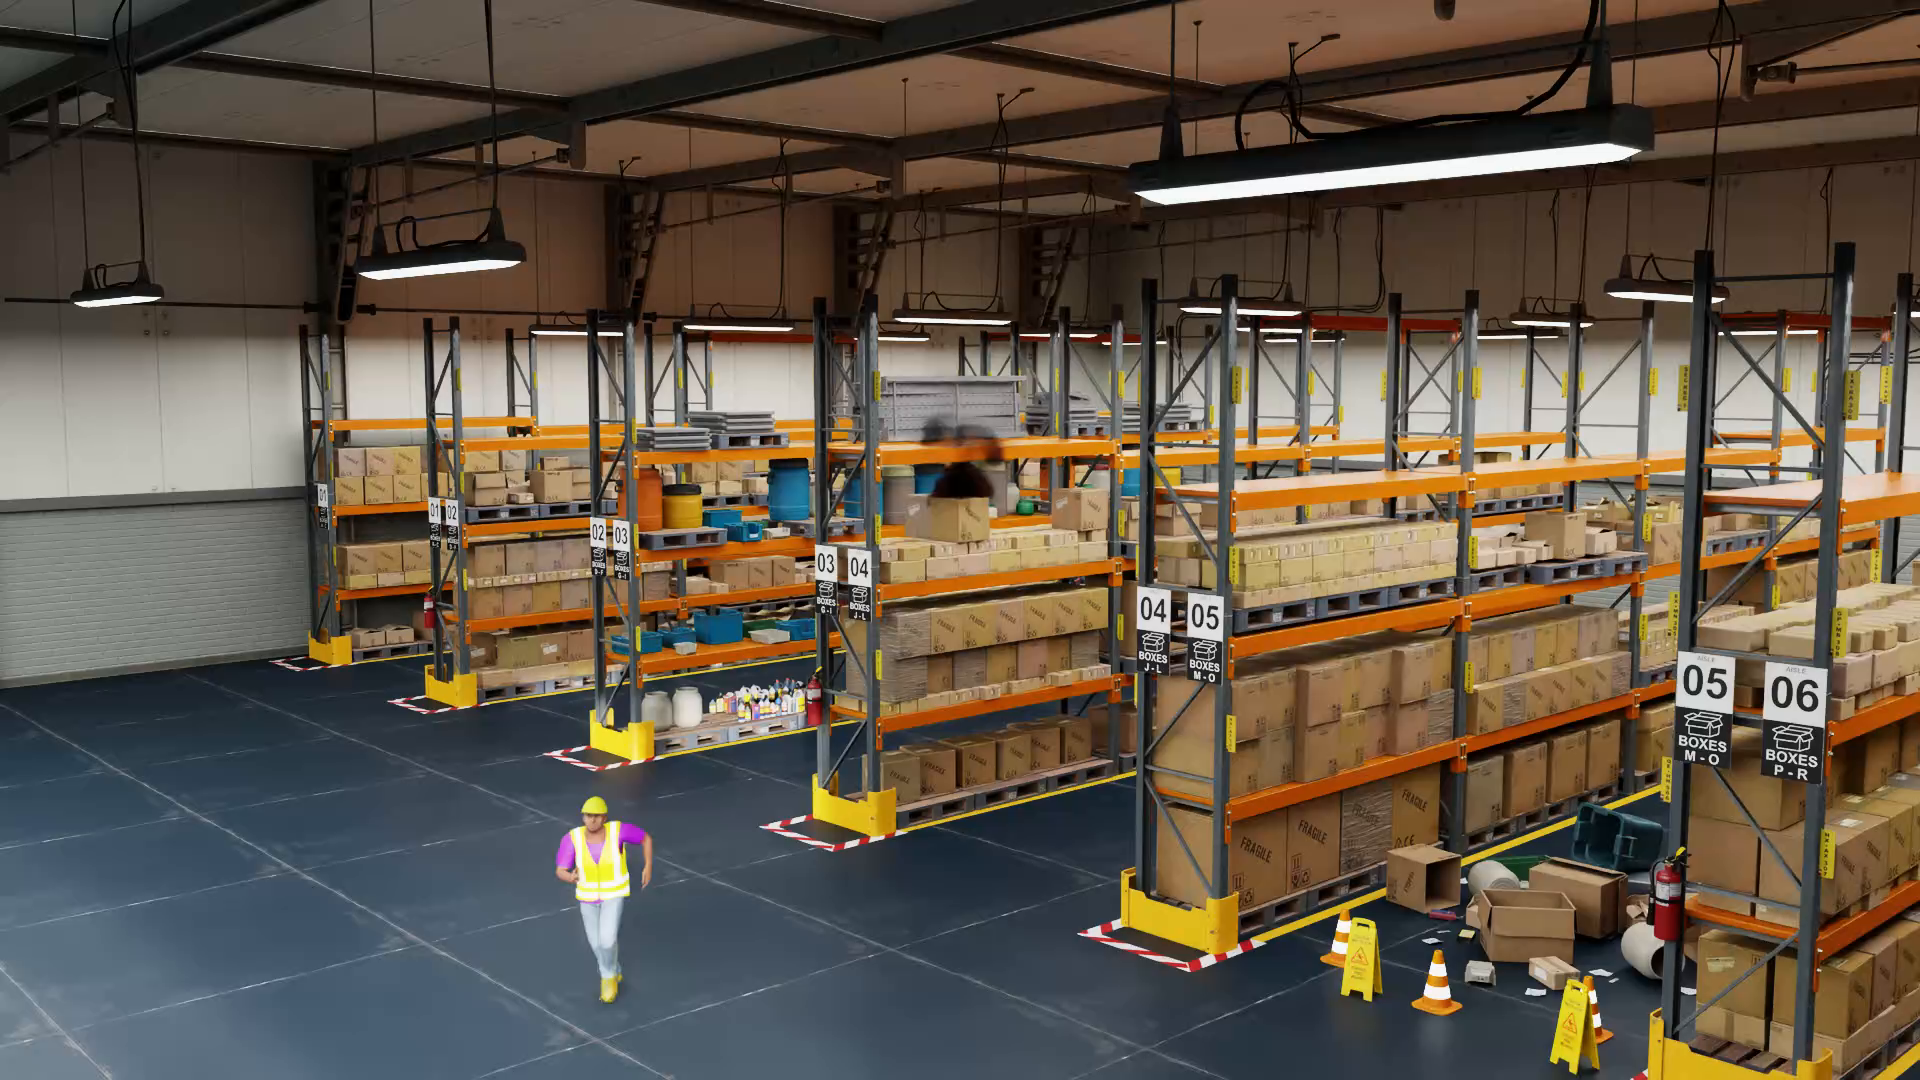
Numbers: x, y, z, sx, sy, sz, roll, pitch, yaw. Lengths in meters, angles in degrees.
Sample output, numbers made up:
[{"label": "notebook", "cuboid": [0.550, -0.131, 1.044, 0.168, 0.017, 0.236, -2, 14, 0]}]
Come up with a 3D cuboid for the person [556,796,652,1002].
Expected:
[{"label": "person", "cuboid": [-2.908, 2.920, 13.560, 0.737, 1.716, 0.784, 0, 6, -2]}]

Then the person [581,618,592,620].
[{"label": "person", "cuboid": [-6.727, 1.293, 30.046, 0.529, 1.696, 0.887, 5, 8, 43]}]
